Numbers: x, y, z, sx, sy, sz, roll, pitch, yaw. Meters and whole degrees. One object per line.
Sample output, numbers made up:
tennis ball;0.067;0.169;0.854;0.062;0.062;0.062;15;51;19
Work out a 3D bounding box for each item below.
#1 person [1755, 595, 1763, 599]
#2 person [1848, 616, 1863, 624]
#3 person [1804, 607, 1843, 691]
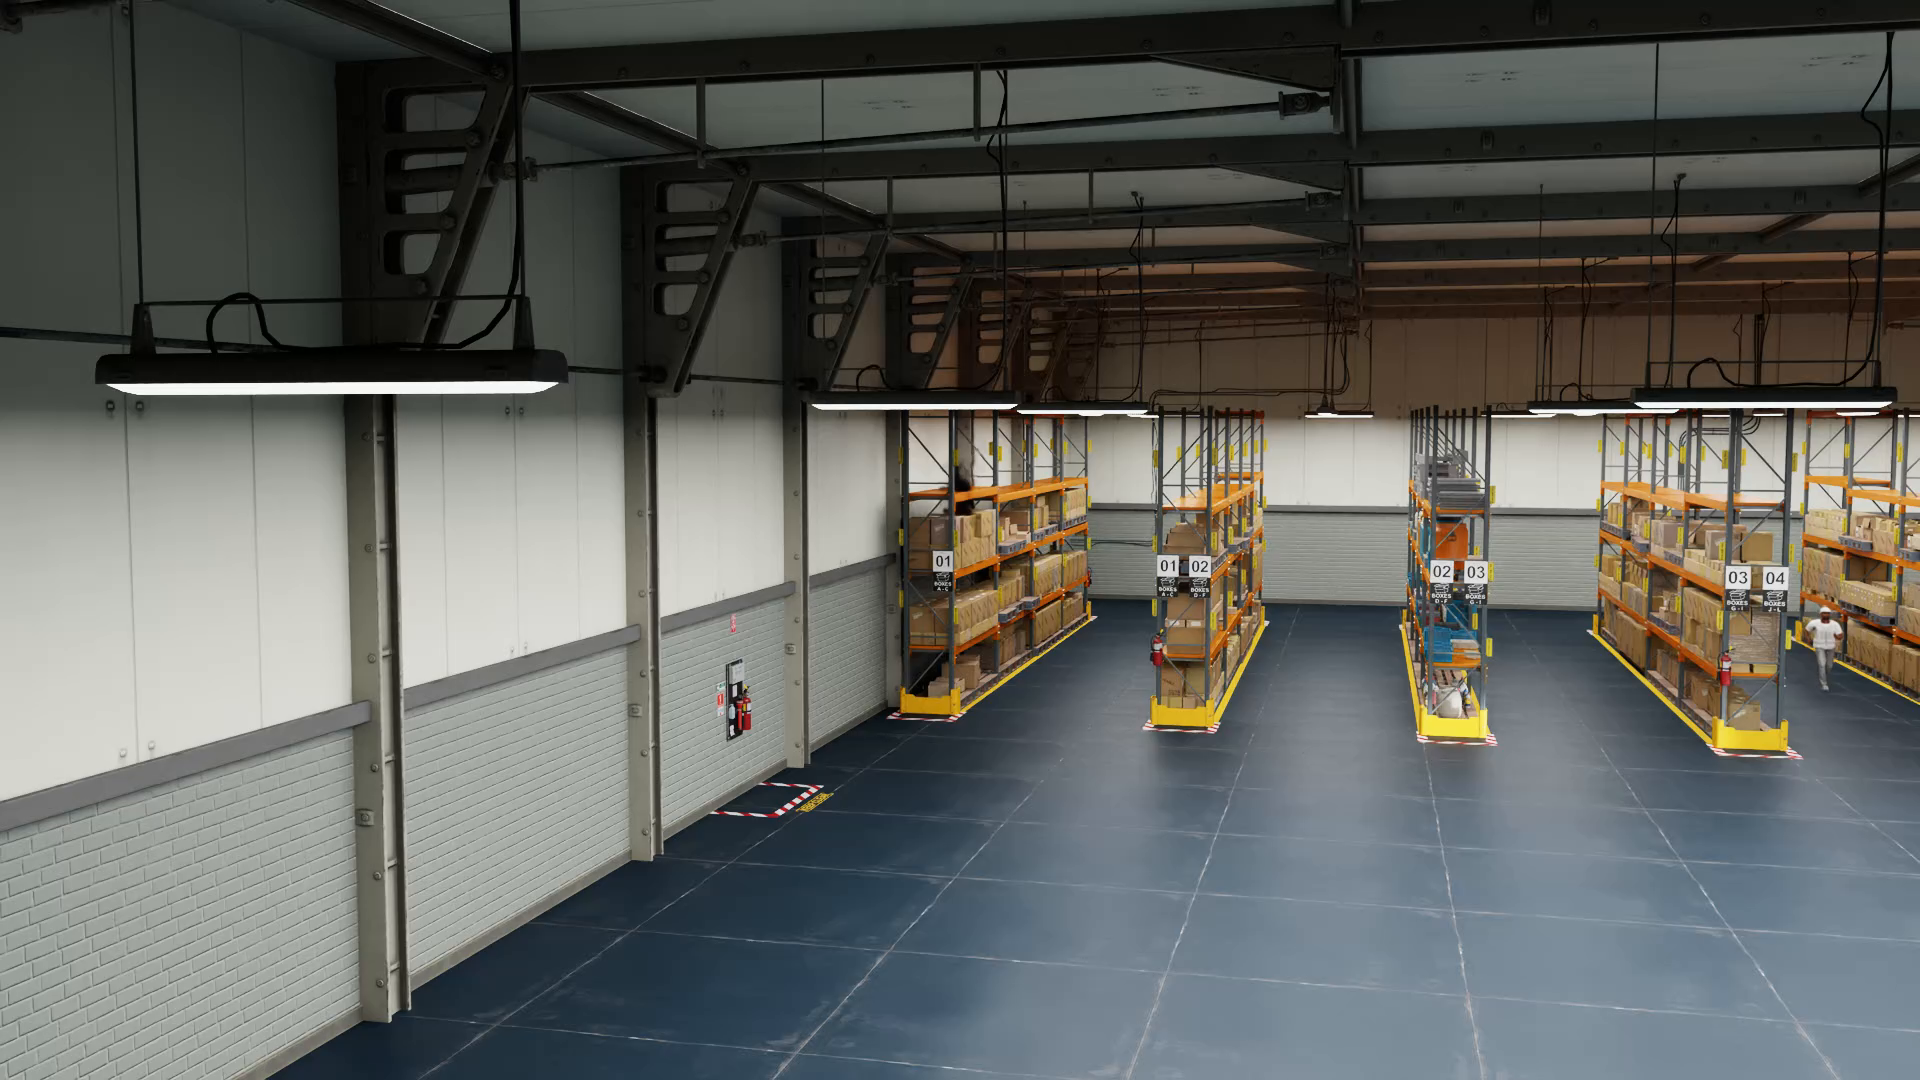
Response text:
person;20.220;1.875;41.888;0.632;1.650;0.780;2;5;25
person;23.822;1.690;44.302;0.592;1.741;0.672;1;4;16
person;18.401;2.291;35.409;0.710;1.747;0.968;1;4;12
